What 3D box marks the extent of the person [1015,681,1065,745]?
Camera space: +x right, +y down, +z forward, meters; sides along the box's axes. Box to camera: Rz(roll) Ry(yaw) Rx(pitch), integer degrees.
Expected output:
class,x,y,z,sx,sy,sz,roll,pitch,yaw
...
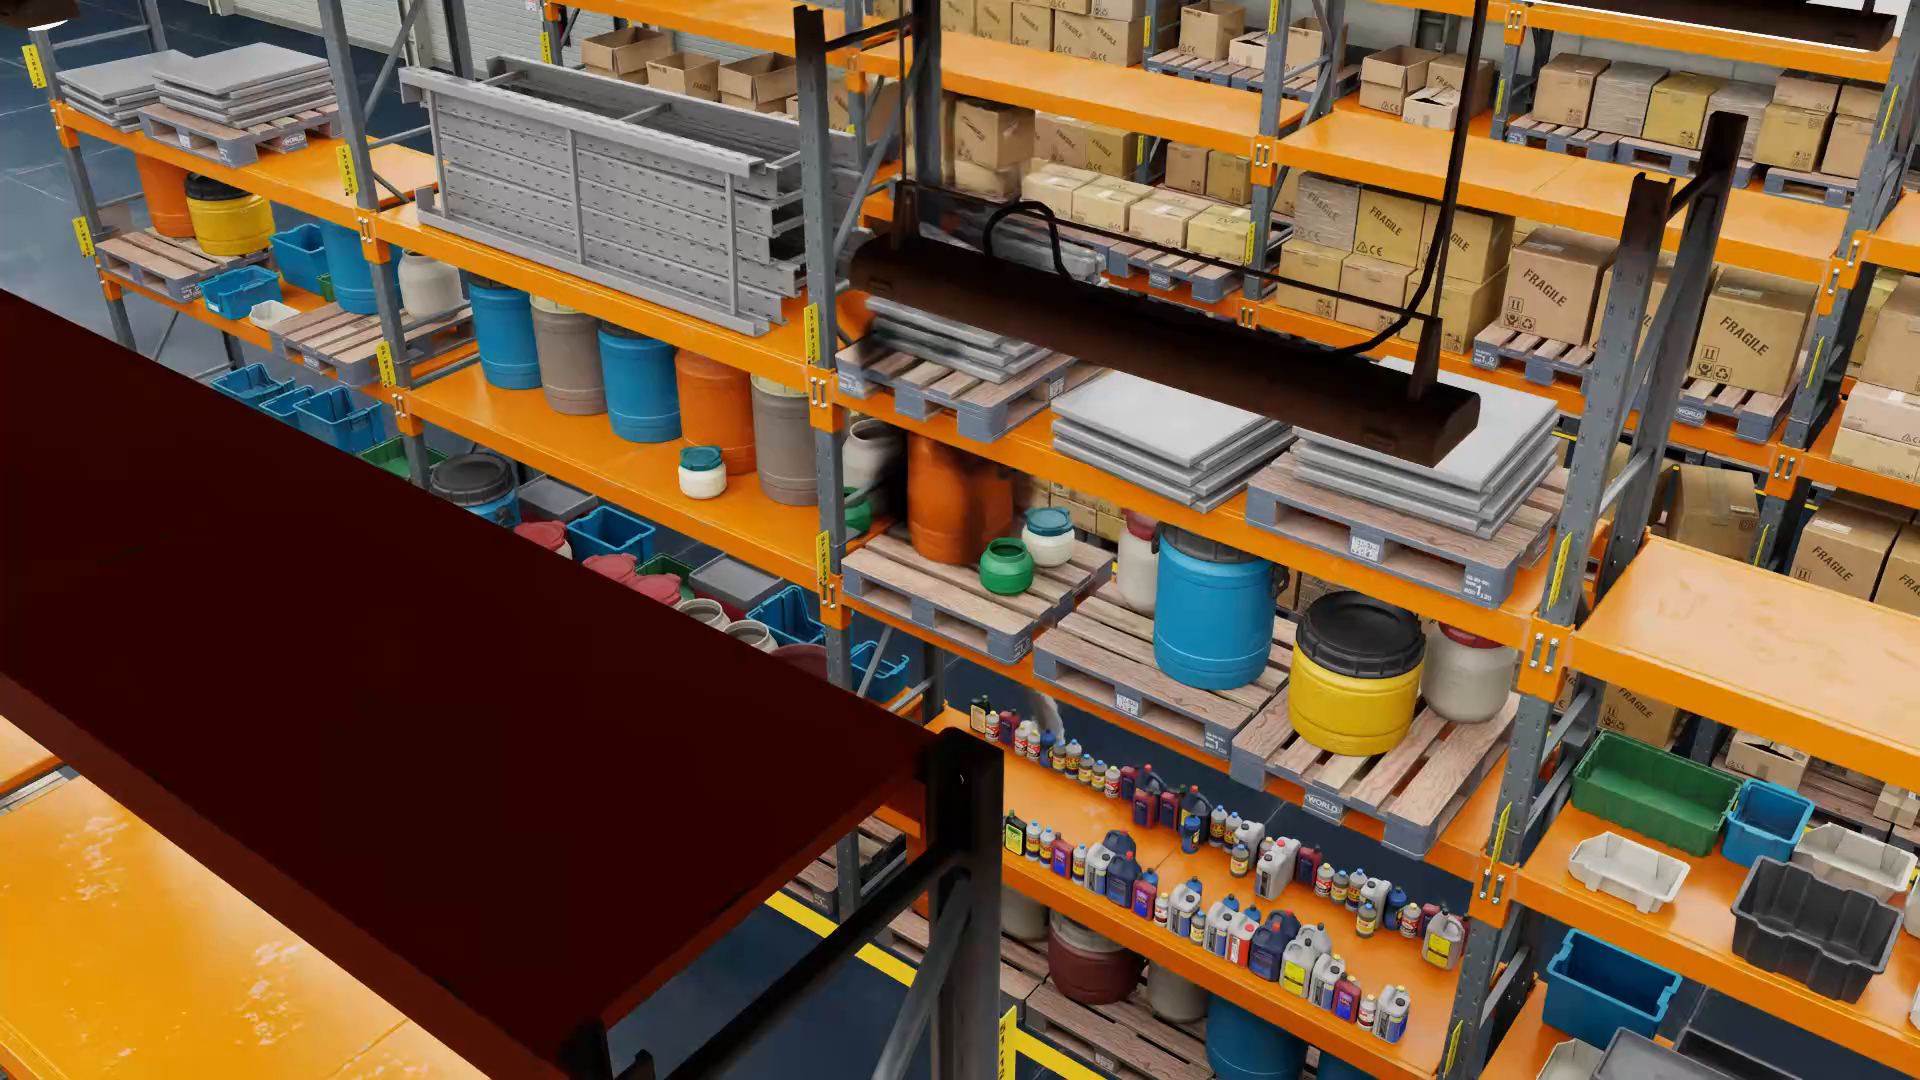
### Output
class,x,y,z,sx,sy,sz,roll,pitch,yaw
person,0.469,0.686,11.951,0.694,1.809,0.643,16,35,24
